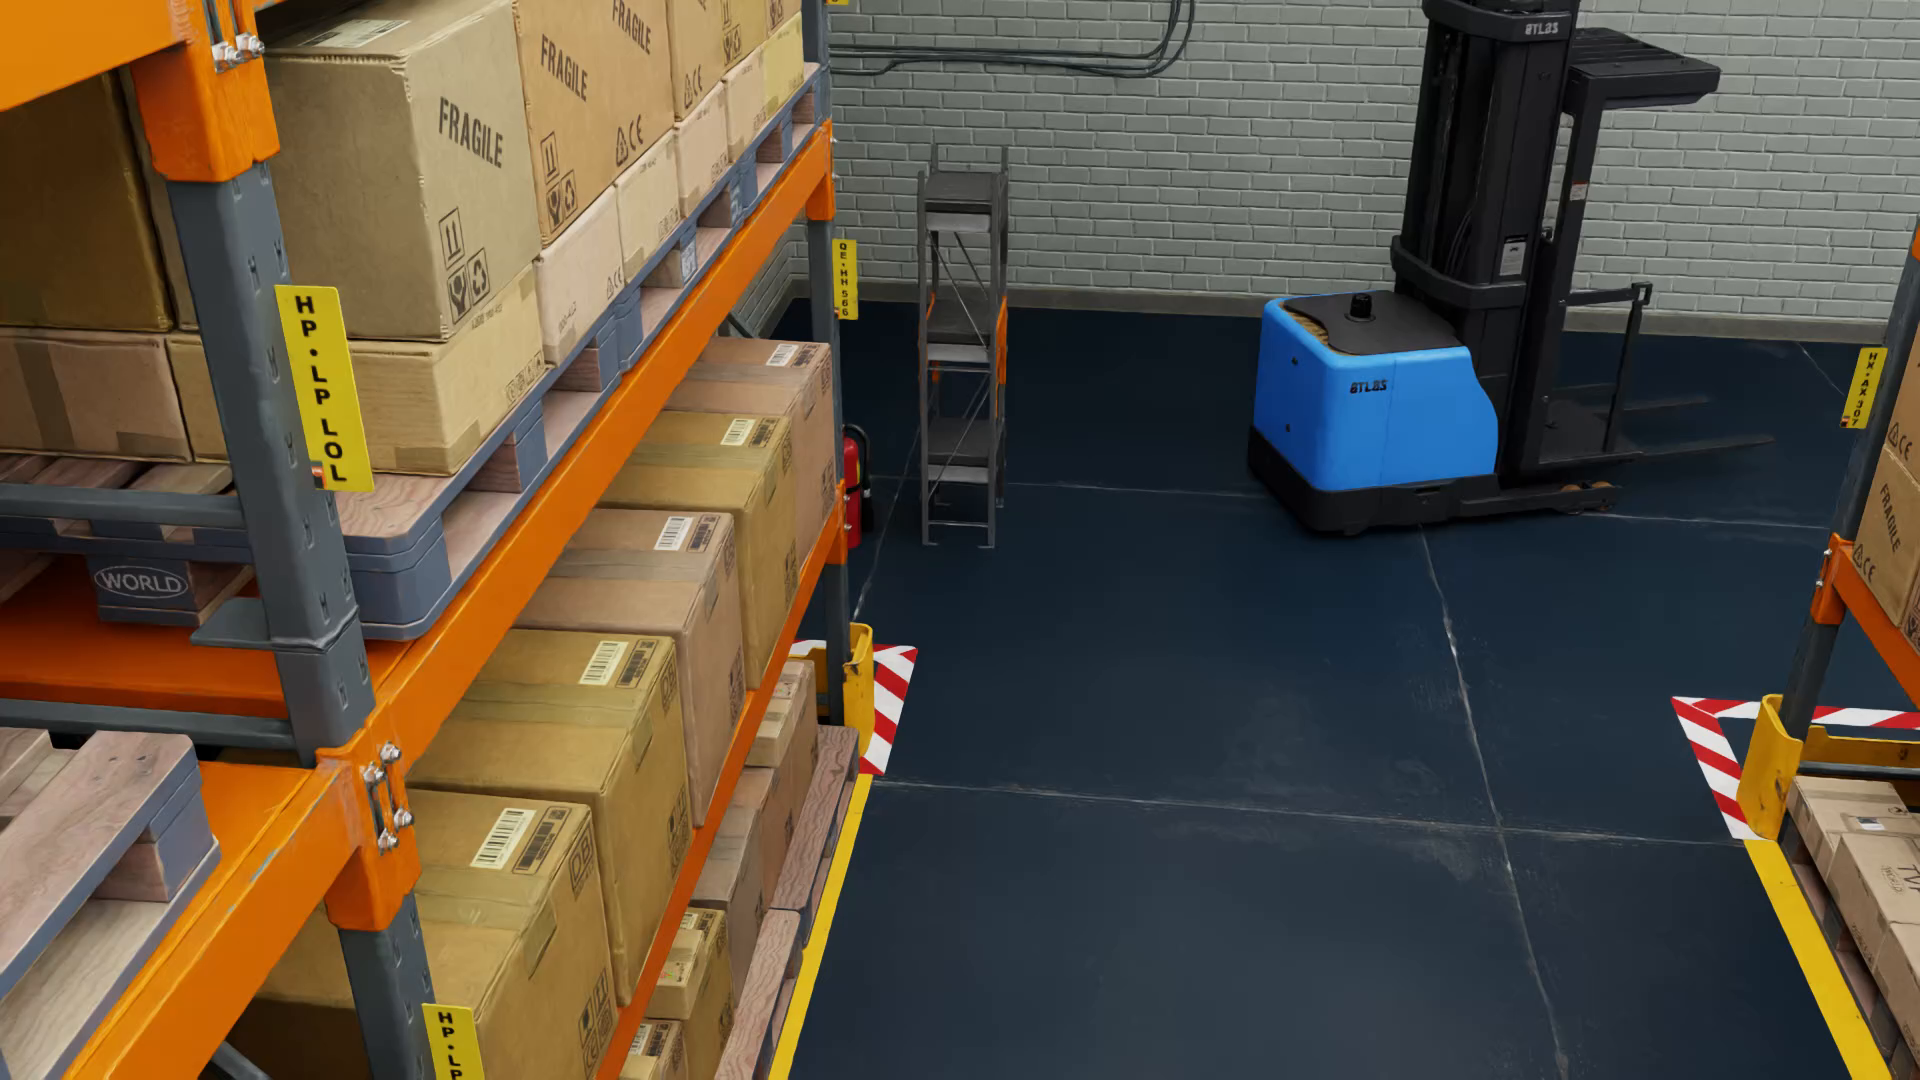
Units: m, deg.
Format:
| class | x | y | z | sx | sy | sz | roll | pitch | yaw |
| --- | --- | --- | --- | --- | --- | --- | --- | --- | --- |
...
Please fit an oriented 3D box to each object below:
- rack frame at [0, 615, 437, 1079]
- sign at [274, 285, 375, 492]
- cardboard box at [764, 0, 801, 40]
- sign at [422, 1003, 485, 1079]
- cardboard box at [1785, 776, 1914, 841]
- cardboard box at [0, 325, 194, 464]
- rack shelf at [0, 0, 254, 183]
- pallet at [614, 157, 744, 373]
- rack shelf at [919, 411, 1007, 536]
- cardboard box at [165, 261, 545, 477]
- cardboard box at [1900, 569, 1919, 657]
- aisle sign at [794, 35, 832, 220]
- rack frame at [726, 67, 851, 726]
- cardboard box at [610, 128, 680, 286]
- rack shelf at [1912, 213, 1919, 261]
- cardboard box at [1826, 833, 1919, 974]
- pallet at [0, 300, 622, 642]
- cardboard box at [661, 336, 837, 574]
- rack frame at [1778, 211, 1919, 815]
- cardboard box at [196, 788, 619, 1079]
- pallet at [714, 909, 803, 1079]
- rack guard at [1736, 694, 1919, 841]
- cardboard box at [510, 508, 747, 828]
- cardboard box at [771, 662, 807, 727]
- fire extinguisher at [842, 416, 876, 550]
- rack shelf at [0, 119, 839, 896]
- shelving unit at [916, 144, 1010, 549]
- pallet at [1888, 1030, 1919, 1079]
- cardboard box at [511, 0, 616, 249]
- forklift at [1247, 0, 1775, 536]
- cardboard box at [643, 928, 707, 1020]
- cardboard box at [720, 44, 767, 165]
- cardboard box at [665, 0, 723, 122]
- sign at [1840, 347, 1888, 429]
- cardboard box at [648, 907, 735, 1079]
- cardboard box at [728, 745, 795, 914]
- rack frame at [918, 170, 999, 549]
| class | x | y | z | sx | sy | sz | roll | pitch | yaw |
| --- | --- | --- | --- | --- | --- | --- | --- | --- | --- |
| rack frame | -1.479 | 1.441 | 3.413 | 1.000 | 3.000 | 0.127 | 3 | 28 | 6 |
| sign | -0.939 | -0.219 | 2.455 | 0.100 | 0.325 | 0.005 | 3 | 28 | 6 |
| cardboard box | -0.808 | -1.895 | 5.262 | 0.500 | 0.500 | 0.500 | 3 | 28 | 6 |
| sign | -0.939 | 0.993 | 3.108 | 0.100 | 0.325 | 0.005 | 3 | 28 | 6 |
| cardboard box | 3.536 | 1.082 | 6.620 | 0.380 | 0.149 | 0.250 | 3 | 28 | 6 |
| cardboard box | -1.628 | -0.379 | 3.237 | 0.500 | 0.250 | 0.500 | 4 | 29 | 7 |
| rack shelf | -1.724 | 0.234 | 0.509 | 1.077 | 0.370 | 4.000 | 3 | 28 | 6 |
| pallet | -1.216 | -0.798 | 4.500 | 1.003 | 0.211 | 1.213 | 3 | 28 | 6 |
| rack shelf | 0.020 | -0.374 | 9.235 | 0.431 | 0.518 | 0.480 | 3 | 28 | 6 |
| cardboard box | -1.133 | -0.353 | 3.190 | 0.500 | 0.250 | 0.500 | 3 | 28 | 6 |
| cardboard box | 3.554 | 0.236 | 5.543 | 0.500 | 0.500 | 0.500 | 3 | 28 | 6 |
| aisle sign | -0.682 | -1.603 | 6.322 | 0.394 | 0.787 | 0.004 | 3 | 28 | 6 |
| rack frame | -0.989 | -0.442 | 6.908 | 1.000 | 3.000 | 0.127 | 3 | 28 | 6 |
| cardboard box | -1.001 | -0.834 | 4.082 | 0.500 | 0.250 | 0.500 | 3 | 28 | 5 |
| rack shelf | 3.683 | -0.219 | 4.089 | 1.077 | 0.370 | 4.000 | 3 | 28 | 6 |
| cardboard box | 3.519 | 1.335 | 6.044 | 0.500 | 0.250 | 0.500 | 3 | 28 | 6 |
| pallet | -1.368 | -0.225 | 3.437 | 1.003 | 0.211 | 1.213 | 3 | 28 | 6 |
| cardboard box | -1.041 | -0.334 | 6.391 | 0.980 | 0.700 | 0.700 | 5 | 29 | 9 |
| rack frame | 3.928 | -0.156 | 6.377 | 1.000 | 3.000 | 0.127 | 3 | 28 | 6 |
| cardboard box | -1.396 | 1.054 | 3.814 | 0.980 | 0.700 | 0.700 | 4 | 29 | 7 |
| pallet | -1.161 | 1.739 | 5.800 | 1.003 | 0.211 | 1.213 | 3 | 28 | 6 |
| rack guard | 3.919 | 0.980 | 6.904 | 1.175 | 0.500 | 0.348 | 3 | 28 | 6 |
| cardboard box | -1.222 | 0.368 | 5.088 | 0.980 | 0.700 | 0.700 | 2 | 28 | 4 |
| cardboard box | -0.810 | 0.594 | 6.494 | 0.380 | 0.149 | 0.250 | 3 | 28 | 6 |
| fire extinguisher | -0.512 | -0.288 | 7.097 | 0.296 | 0.674 | 0.183 | 3 | 28 | 6 |
| rack shelf | -1.234 | -0.505 | 4.620 | 1.077 | 0.370 | 4.000 | 3 | 28 | 6 |
| shelving unit | 0.020 | -1.002 | 8.897 | 0.431 | 2.100 | 0.503 | 3 | 28 | 6 |
| pallet | 3.670 | 2.055 | 5.213 | 1.003 | 0.211 | 1.213 | 3 | 28 | 6 |
| cardboard box | -1.056 | -0.935 | 3.479 | 0.500 | 0.500 | 0.500 | 3 | 28 | 5 |
| forklift | 3.299 | -1.674 | 9.268 | 3.031 | 2.935 | 1.130 | -7 | 29 | -12 |
| cardboard box | -0.999 | 1.328 | 5.131 | 0.380 | 0.149 | 0.250 | 3 | 28 | 5 |
| cardboard box | -0.878 | -1.321 | 4.986 | 0.500 | 0.250 | 0.500 | 2 | 28 | 4 |
| cardboard box | -0.935 | -1.414 | 4.370 | 0.500 | 0.500 | 0.500 | 2 | 28 | 4 |
| sign | 3.389 | -0.569 | 6.230 | 0.100 | 0.325 | 0.005 | 3 | 28 | 6 |
| cardboard box | -1.156 | 1.532 | 5.436 | 0.700 | 0.500 | 0.500 | 4 | 29 | 7 |
| cardboard box | -1.037 | 1.044 | 6.342 | 0.700 | 0.500 | 0.500 | 3 | 28 | 6 |
| rack frame | -0.010 | -0.887 | 8.683 | 0.400 | 2.100 | 0.015 | 3 | 28 | 6 |
